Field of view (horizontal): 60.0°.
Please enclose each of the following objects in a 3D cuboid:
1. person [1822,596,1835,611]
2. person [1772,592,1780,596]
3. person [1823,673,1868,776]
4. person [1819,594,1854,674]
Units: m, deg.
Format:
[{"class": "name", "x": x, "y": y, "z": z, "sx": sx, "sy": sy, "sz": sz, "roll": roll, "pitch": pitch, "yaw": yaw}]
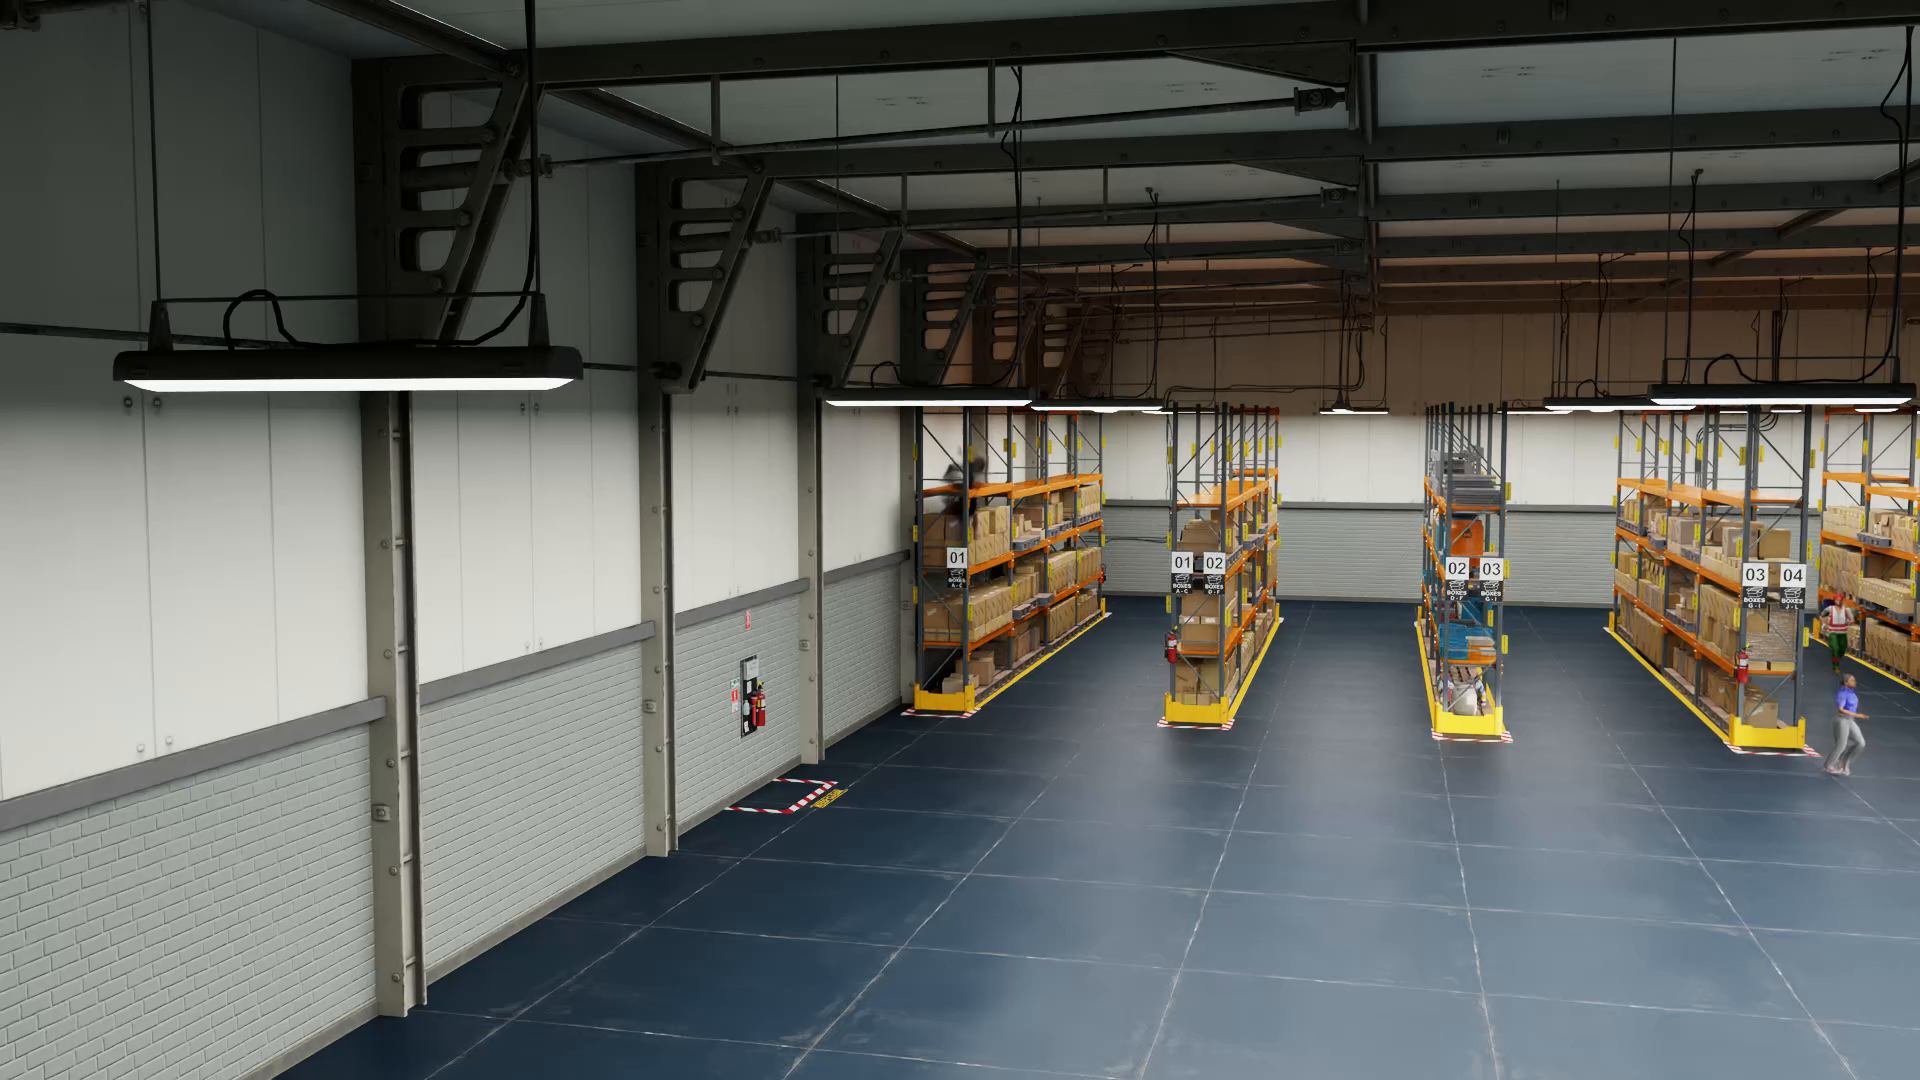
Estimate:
[{"class": "person", "x": 23.165, "y": 1.680, "z": 44.276, "sx": 0.571, "sy": 1.576, "sz": 0.696, "roll": 2, "pitch": 4, "yaw": 20}, {"class": "person", "x": 20.728, "y": 1.777, "z": 42.349, "sx": 0.543, "sy": 1.614, "sz": 0.840, "roll": 2, "pitch": 5, "yaw": 22}, {"class": "person", "x": 14.156, "y": 2.961, "z": 26.512, "sx": 0.582, "sy": 1.663, "sz": 0.671, "roll": -3, "pitch": 5, "yaw": -37}, {"class": "person", "x": 19.585, "y": 2.080, "z": 37.119, "sx": 0.666, "sy": 1.767, "sz": 0.979, "roll": 1, "pitch": 4, "yaw": 15}]
